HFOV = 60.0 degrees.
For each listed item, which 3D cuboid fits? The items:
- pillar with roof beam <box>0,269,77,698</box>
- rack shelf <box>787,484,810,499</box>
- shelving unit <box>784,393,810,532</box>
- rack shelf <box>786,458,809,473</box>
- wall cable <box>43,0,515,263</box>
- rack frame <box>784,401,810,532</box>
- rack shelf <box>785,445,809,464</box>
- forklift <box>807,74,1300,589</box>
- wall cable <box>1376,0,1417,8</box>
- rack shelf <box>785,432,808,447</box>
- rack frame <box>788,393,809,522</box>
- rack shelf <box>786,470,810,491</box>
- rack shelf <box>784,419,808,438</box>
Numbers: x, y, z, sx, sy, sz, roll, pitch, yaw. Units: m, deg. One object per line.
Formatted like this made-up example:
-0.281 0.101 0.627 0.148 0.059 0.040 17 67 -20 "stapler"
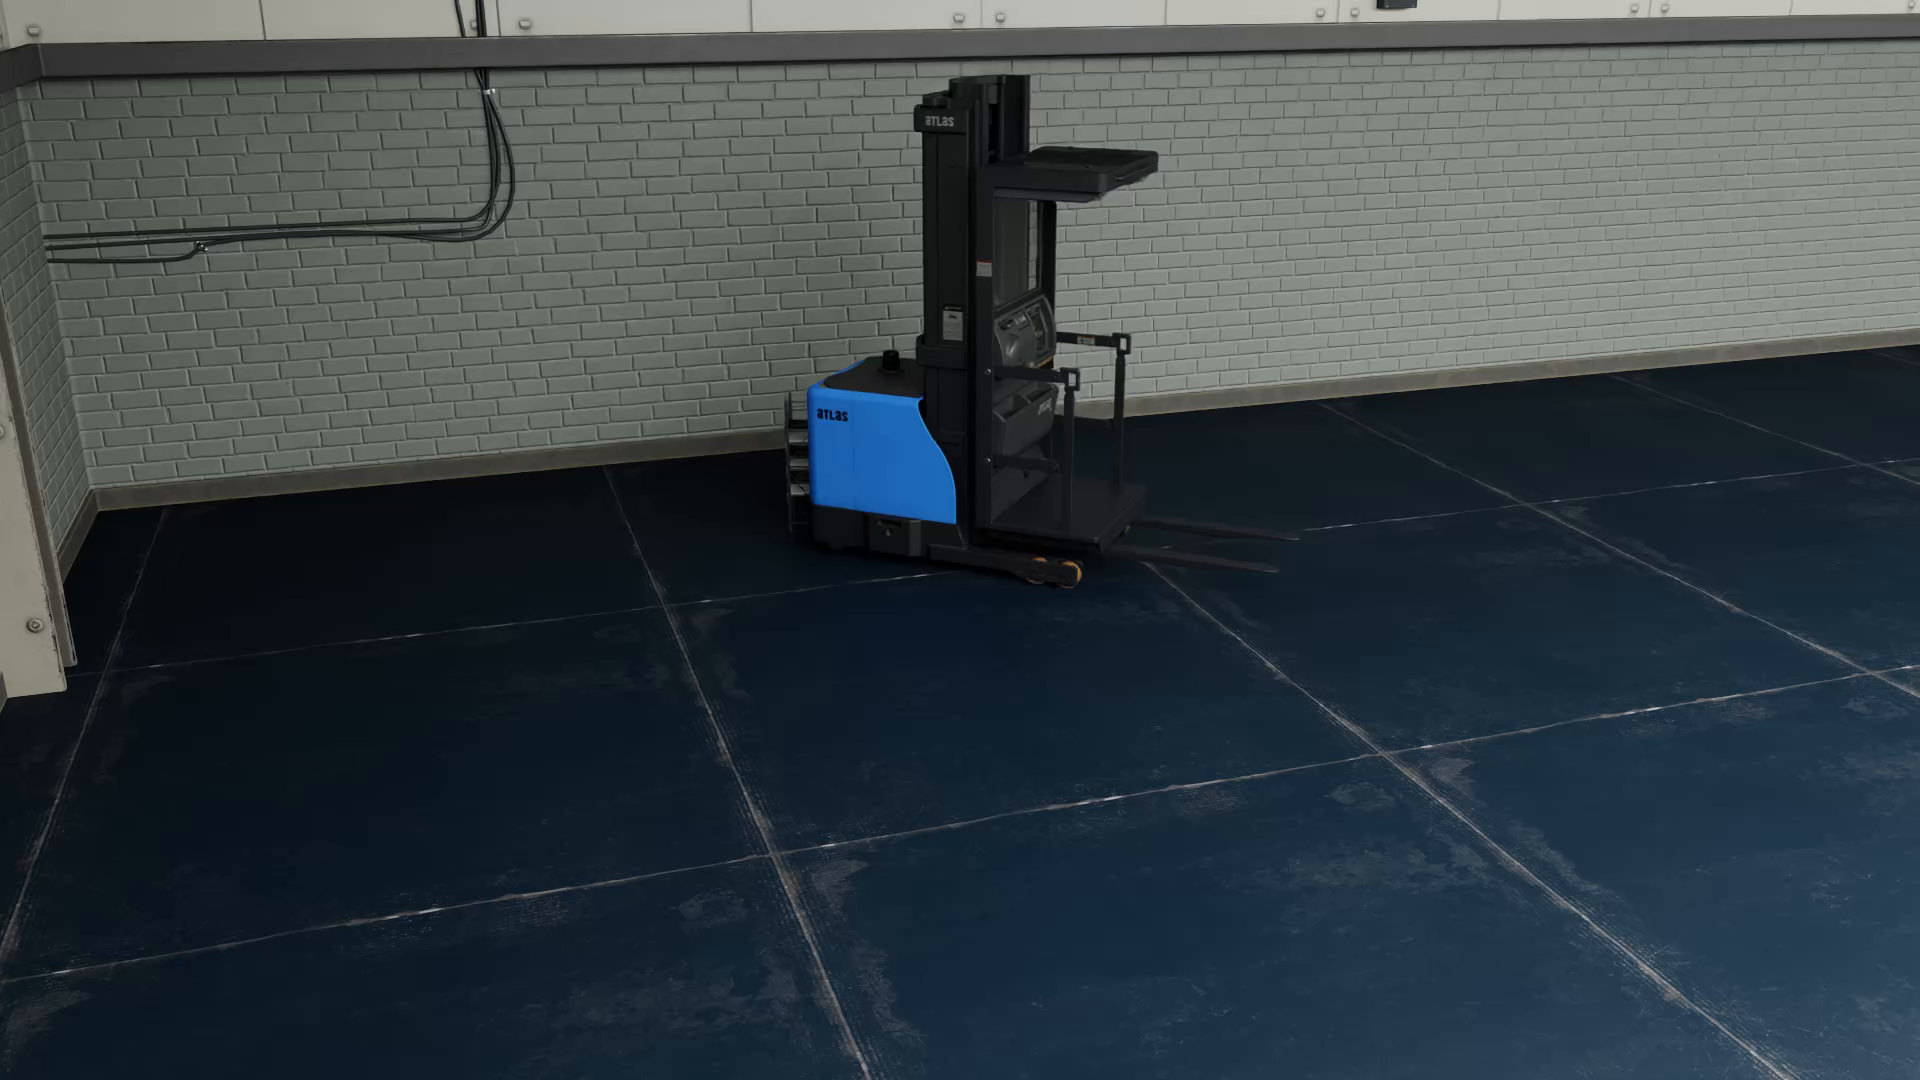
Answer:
-0.811 -3.950 8.601 9.100 9.000 0.400 -6 21 -17 "pillar with roof beam"
-1.015 -0.311 11.082 0.258 0.077 0.200 0 20 1 "rack shelf"
-1.015 -0.512 11.010 0.258 0.900 0.210 0 20 1 "shelving unit"
-1.015 -0.480 11.021 0.258 0.077 0.200 0 20 1 "rack shelf"
-4.569 -3.117 10.876 3.097 2.526 0.112 -6 21 -17 "wall cable"
-1.017 -0.477 10.914 0.240 0.900 0.006 0 20 1 "rack frame"
-1.015 -0.565 10.991 0.258 0.077 0.200 0 20 1 "rack shelf"
0.587 -1.285 10.157 3.031 2.935 1.130 8 21 21 "forklift"
4.448 -7.182 12.570 2.305 6.003 0.169 -6 21 -17 "wall cable"
-1.015 -0.650 10.960 0.258 0.077 0.200 0 20 1 "rack shelf"
-1.012 -0.546 11.105 0.240 0.900 0.006 0 20 1 "rack frame"
-1.015 -0.396 11.052 0.258 0.077 0.200 0 20 1 "rack shelf"
-1.015 -0.734 10.930 0.258 0.077 0.200 0 20 1 "rack shelf"
